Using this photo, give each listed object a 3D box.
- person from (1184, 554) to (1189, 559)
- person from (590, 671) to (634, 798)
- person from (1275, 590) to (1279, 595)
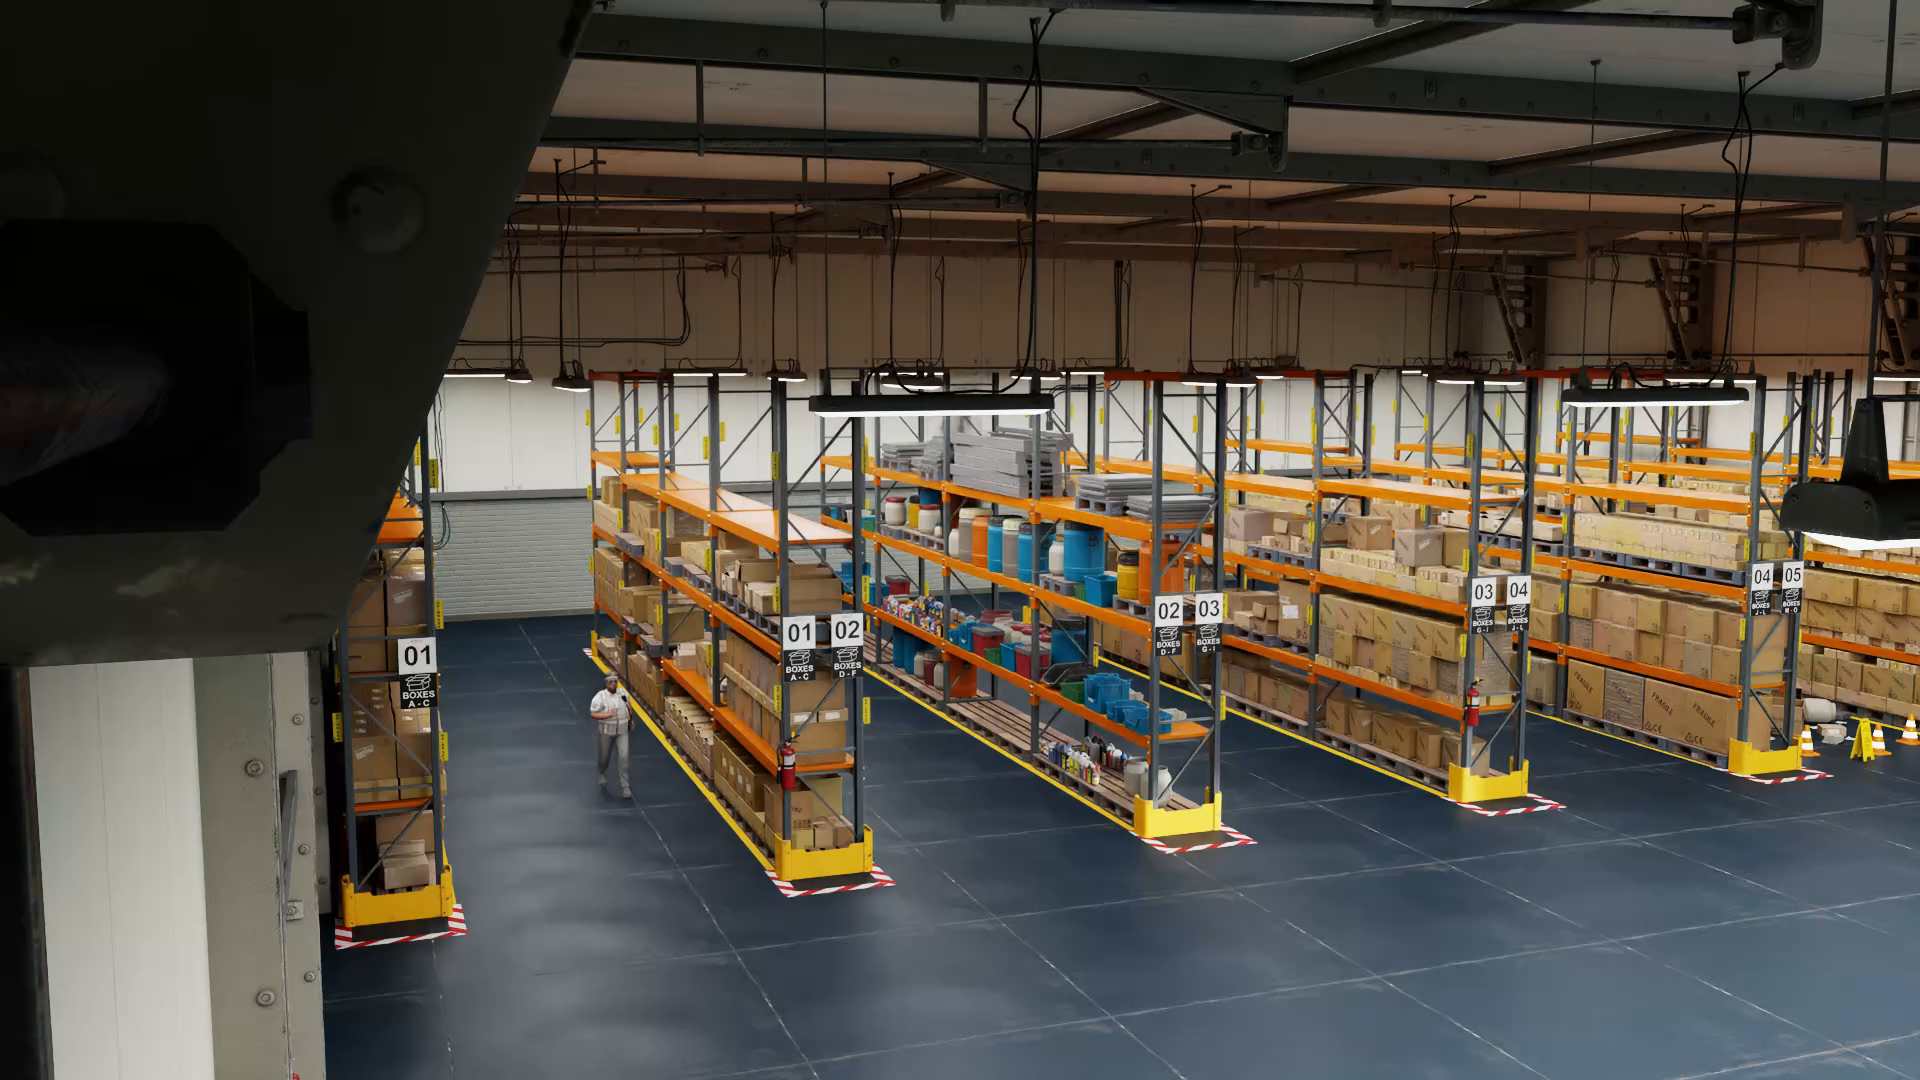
[{"bbox_3d":[5.387,0.961,41.034,0.582,1.666,0.571,-4,7,-32],"label":"person"},{"bbox_3d":[-4.998,2.755,23.971,0.662,1.768,0.987,-3,7,-27],"label":"person"},{"bbox_3d":[6.889,1.619,35.329,0.535,1.552,0.502,-2,7,-19],"label":"person"}]
